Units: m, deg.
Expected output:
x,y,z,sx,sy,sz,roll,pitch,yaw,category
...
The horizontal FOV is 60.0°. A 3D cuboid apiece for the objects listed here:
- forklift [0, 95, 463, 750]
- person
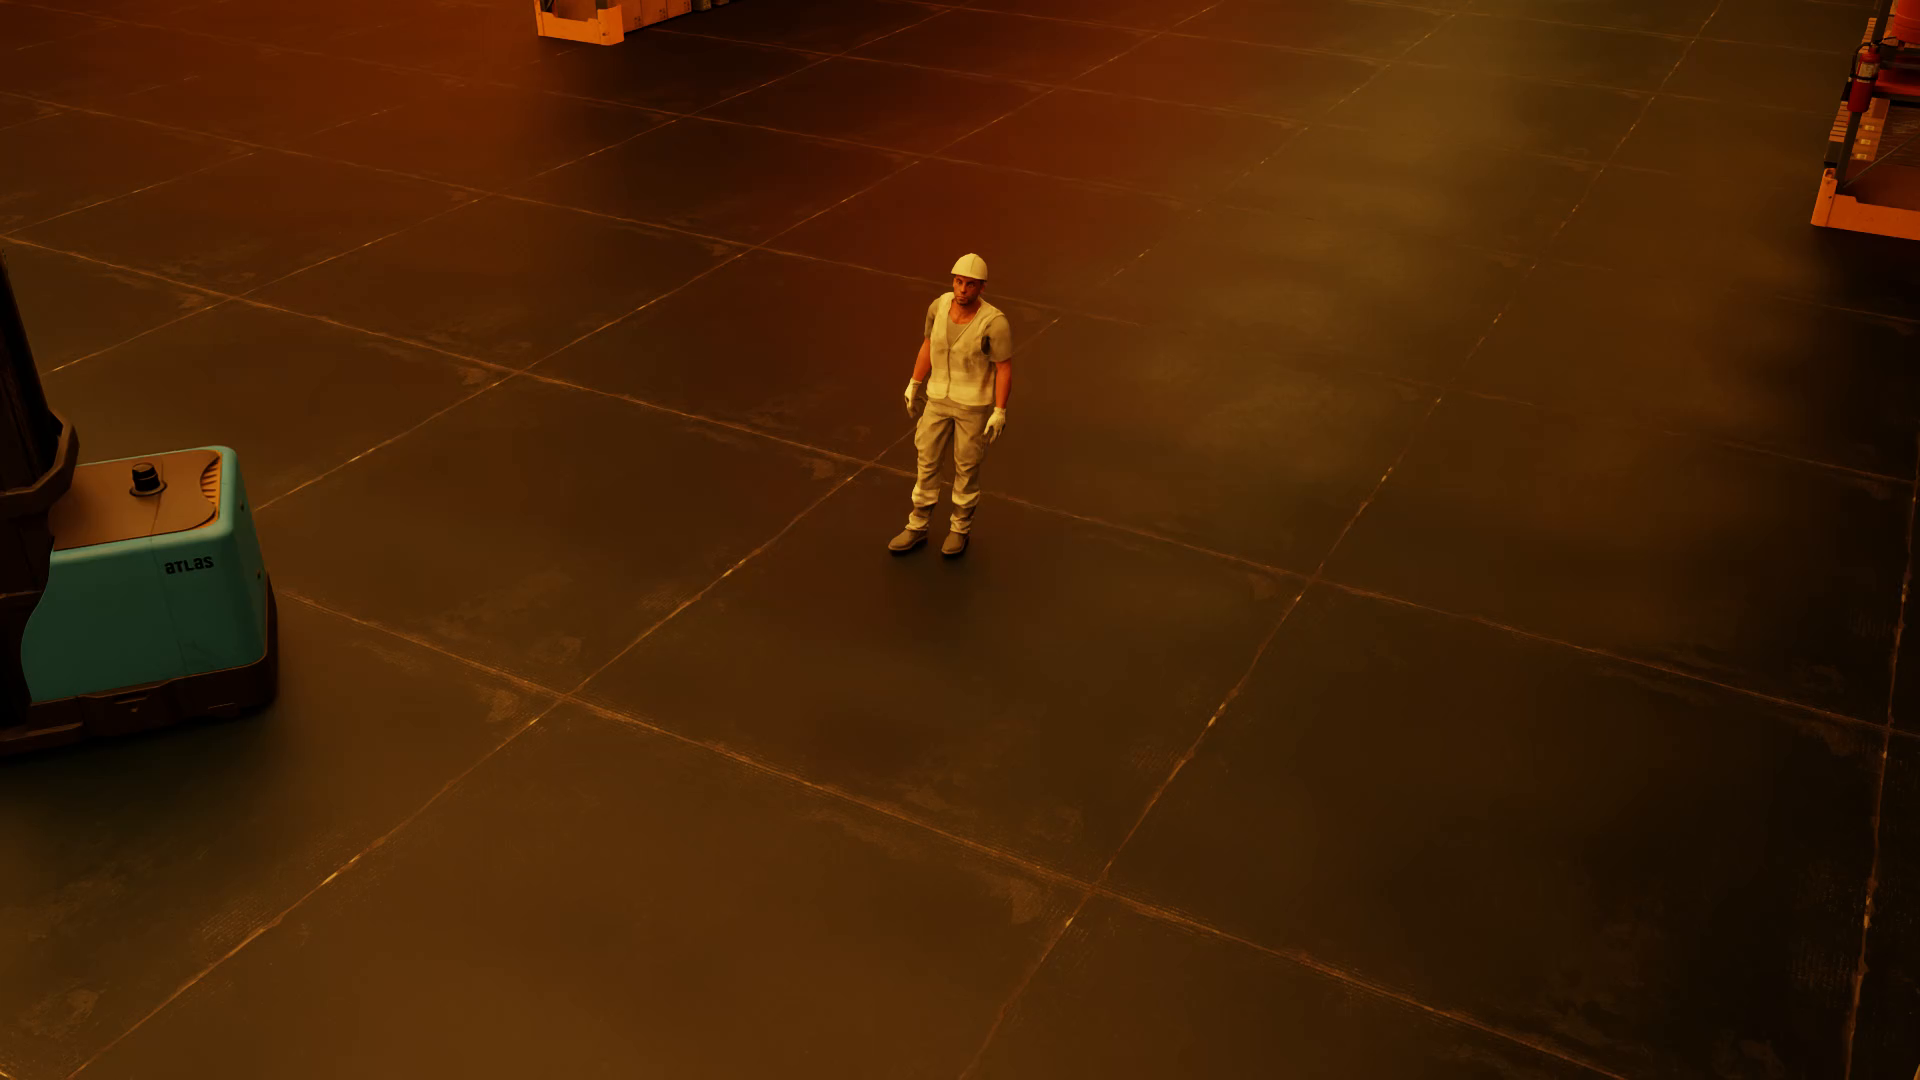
x,y,z,sx,sy,sz,roll,pitch,yaw,category
-4.197,-0.533,7.995,3.031,2.935,1.130,-10,32,-17,forklift
-0.048,-0.748,9.496,0.638,1.788,0.562,15,33,25,person
